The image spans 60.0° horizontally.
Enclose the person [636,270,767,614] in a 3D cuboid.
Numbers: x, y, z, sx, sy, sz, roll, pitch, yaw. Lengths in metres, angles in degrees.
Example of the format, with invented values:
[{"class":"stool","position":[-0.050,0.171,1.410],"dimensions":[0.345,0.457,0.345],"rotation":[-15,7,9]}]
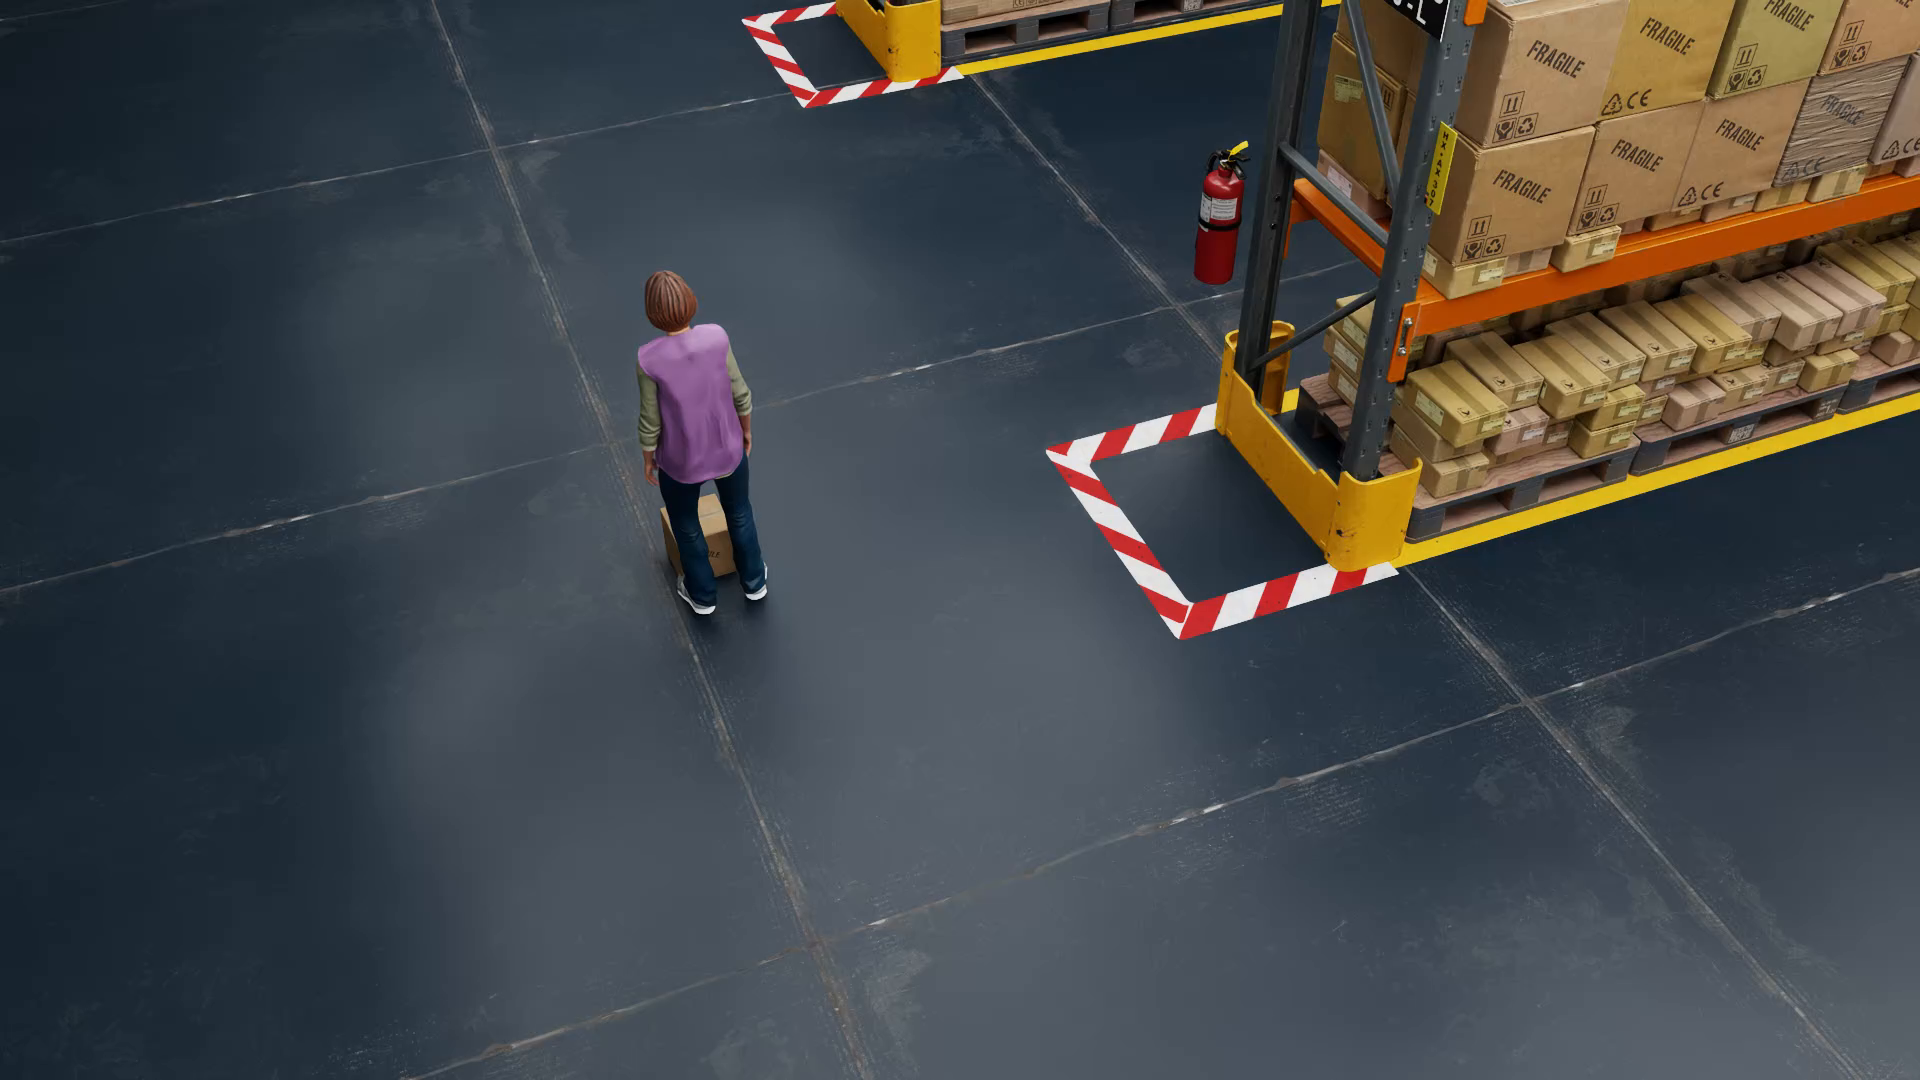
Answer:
[{"class":"person","position":[-1.023,-0.346,6.549],"dimensions":[0.478,1.591,0.349],"rotation":[-18,45,-19]}]
